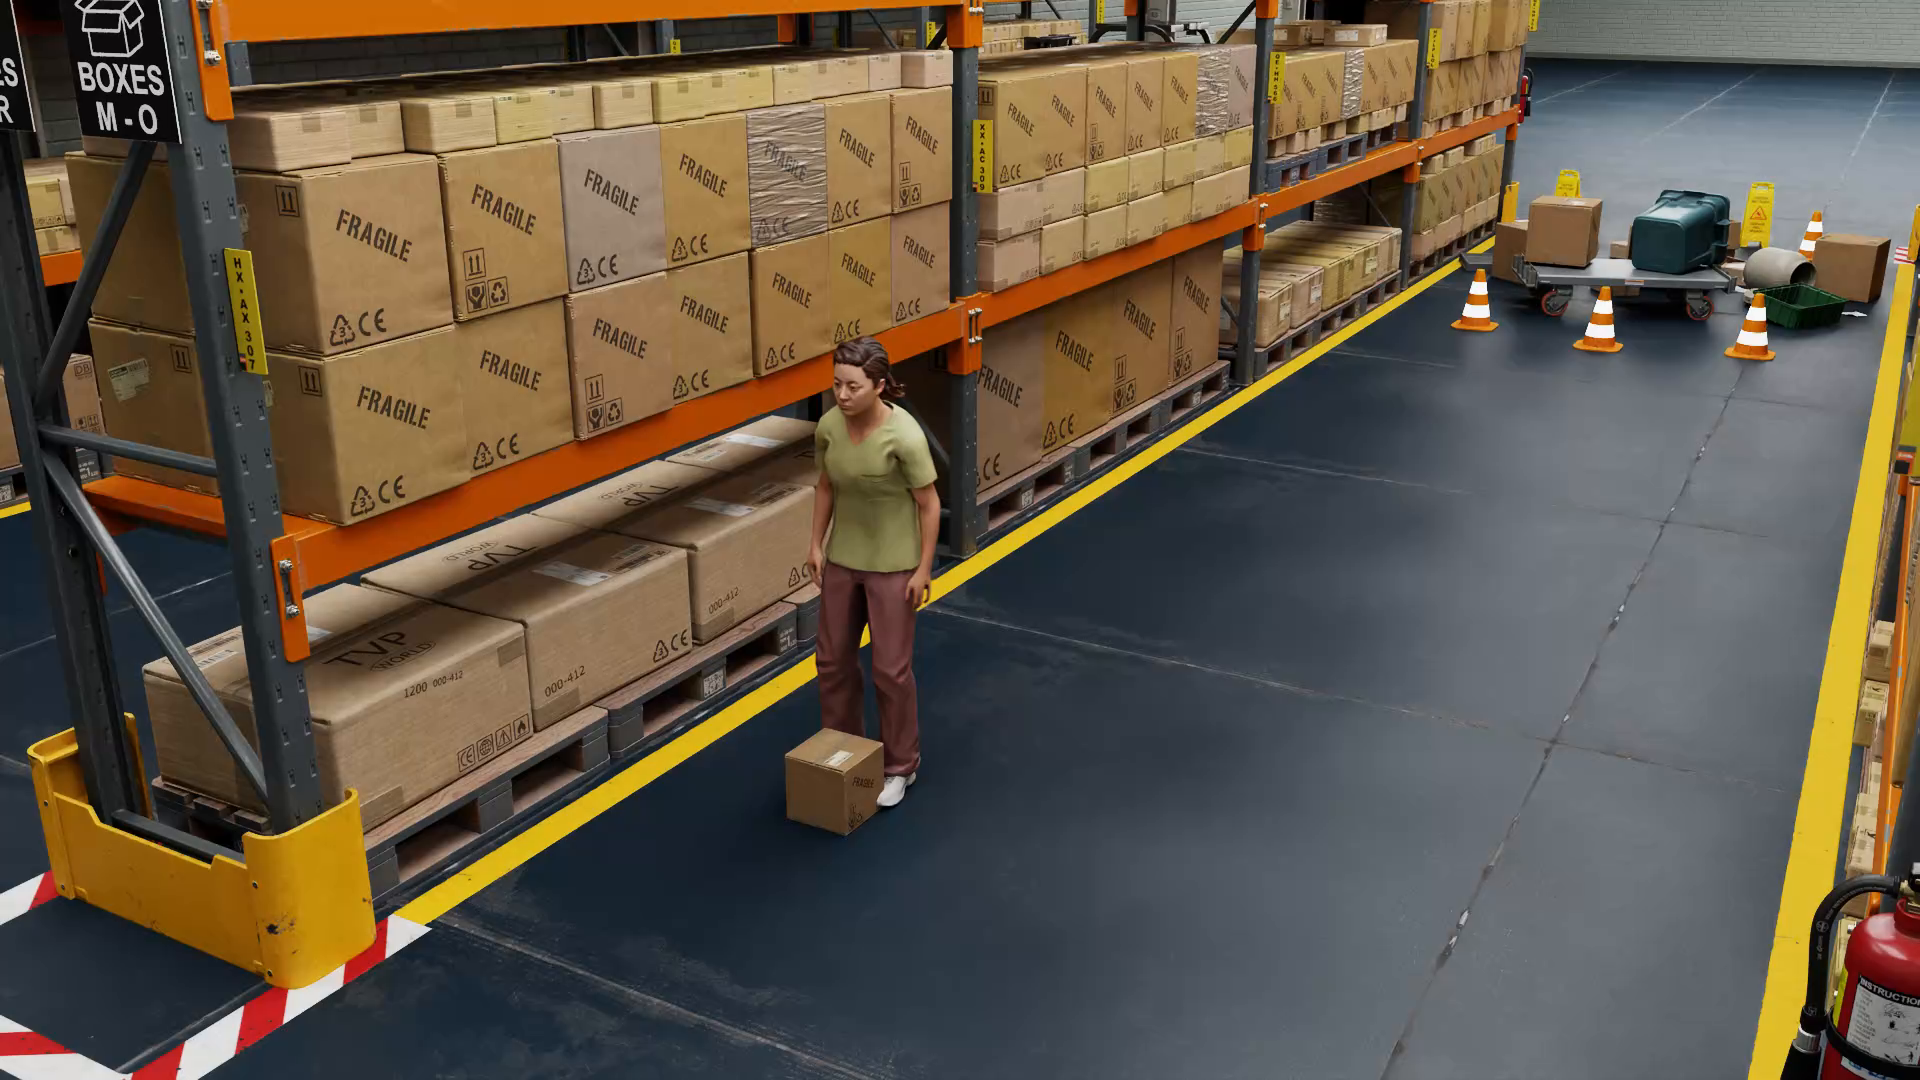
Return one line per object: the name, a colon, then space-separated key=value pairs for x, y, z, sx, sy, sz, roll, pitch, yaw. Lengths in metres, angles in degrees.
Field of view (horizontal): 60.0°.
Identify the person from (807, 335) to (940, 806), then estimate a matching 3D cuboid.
person: x=-0.316 y=0.101 z=5.787 sx=0.502 sy=1.673 sz=0.352 roll=11 pitch=22 yaw=28
